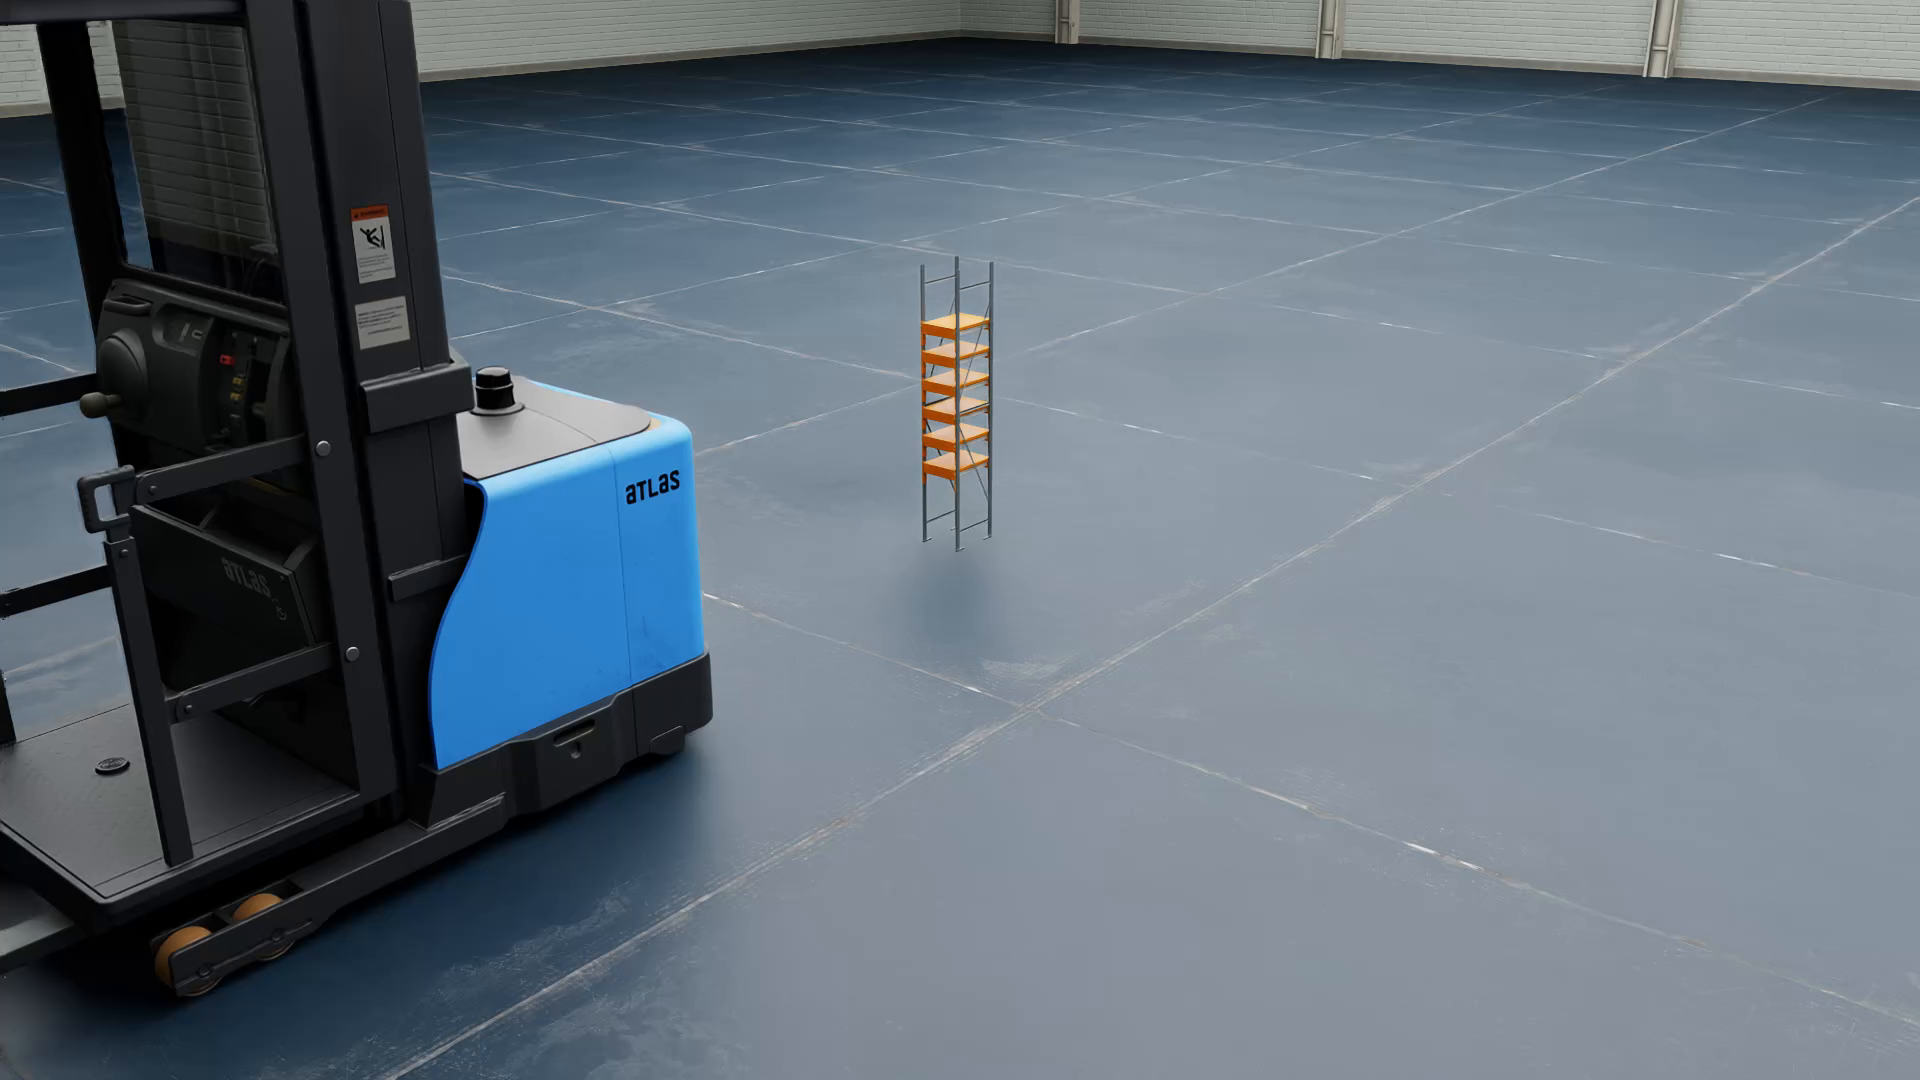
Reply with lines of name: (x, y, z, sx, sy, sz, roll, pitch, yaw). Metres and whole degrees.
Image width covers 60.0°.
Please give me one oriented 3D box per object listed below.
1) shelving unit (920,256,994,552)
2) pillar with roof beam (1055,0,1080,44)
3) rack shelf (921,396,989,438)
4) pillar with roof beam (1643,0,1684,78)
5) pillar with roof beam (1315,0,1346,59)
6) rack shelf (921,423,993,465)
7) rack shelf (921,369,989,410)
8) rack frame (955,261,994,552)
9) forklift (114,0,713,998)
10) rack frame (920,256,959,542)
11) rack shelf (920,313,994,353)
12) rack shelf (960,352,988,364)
shelving unit: (-0.011, -0.565, 6.965, 0.189, 1.200, 0.258, 16, 26, 36)
pillar with roof beam: (-0.501, -13.359, 29.839, 0.400, 9.000, 9.100, 16, 26, 36)
rack shelf: (-0.011, -0.523, 6.981, 0.180, 0.103, 0.258, 16, 26, 36)
pillar with roof beam: (8.796, -10.681, 22.739, 0.400, 9.000, 9.100, 16, 26, 36)
pillar with roof beam: (4.148, -12.020, 26.289, 0.400, 9.000, 9.100, 16, 26, 36)
rack shelf: (-0.011, -0.411, 7.023, 0.180, 0.103, 0.258, 16, 26, 36)
rack shelf: (-0.011, -0.635, 6.938, 0.180, 0.103, 0.258, 16, 26, 36)
rack frame: (0.060, -0.544, 6.911, 0.006, 1.200, 0.240, 16, 26, 36)
forklift: (-2.126, -0.433, 4.161, 1.130, 2.935, 3.031, 16, 26, 36)
rack frame: (-0.082, -0.585, 7.019, 0.006, 1.200, 0.240, 16, 26, 36)
rack shelf: (-0.011, -0.860, 6.854, 0.180, 0.103, 0.258, 16, 26, 36)
rack shelf: (-0.011, -0.766, 6.889, 0.166, 0.020, 0.199, 16, 26, 36)
